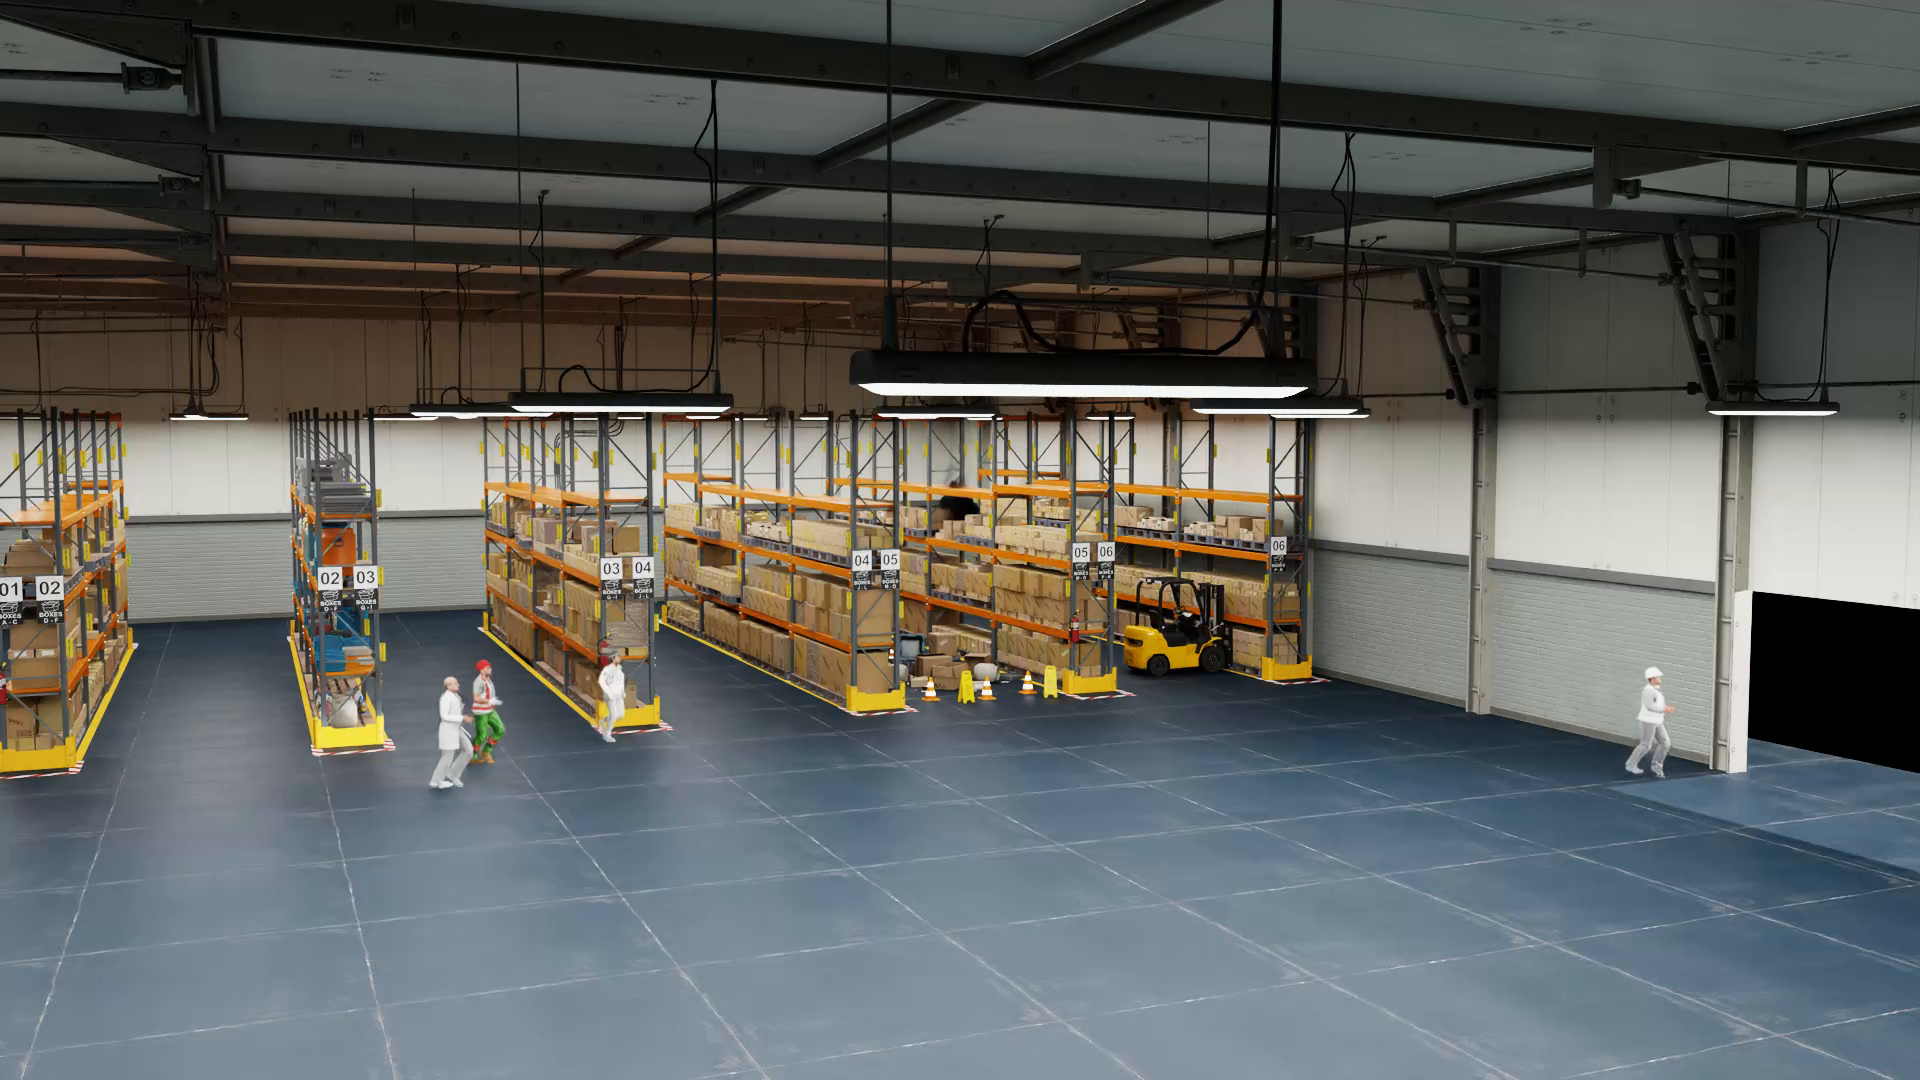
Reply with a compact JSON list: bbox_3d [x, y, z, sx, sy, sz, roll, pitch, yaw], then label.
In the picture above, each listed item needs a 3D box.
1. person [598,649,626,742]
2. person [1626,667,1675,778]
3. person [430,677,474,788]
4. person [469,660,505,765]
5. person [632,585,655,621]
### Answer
[{"bbox_3d":[-6.320,2.808,30.185,0.516,1.642,0.669,2,4,27],"label":"person"},{"bbox_3d":[11.178,2.972,26.872,0.742,1.846,0.668,3,5,37],"label":"person"},{"bbox_3d":[-7.933,3.028,26.000,0.760,1.794,0.697,0,4,5],"label":"person"},{"bbox_3d":[-7.916,2.893,27.773,0.690,1.792,0.619,1,4,11],"label":"person"},{"bbox_3d":[-8.563,1.746,44.708,0.682,1.710,0.621,-1,4,-20],"label":"person"}]
